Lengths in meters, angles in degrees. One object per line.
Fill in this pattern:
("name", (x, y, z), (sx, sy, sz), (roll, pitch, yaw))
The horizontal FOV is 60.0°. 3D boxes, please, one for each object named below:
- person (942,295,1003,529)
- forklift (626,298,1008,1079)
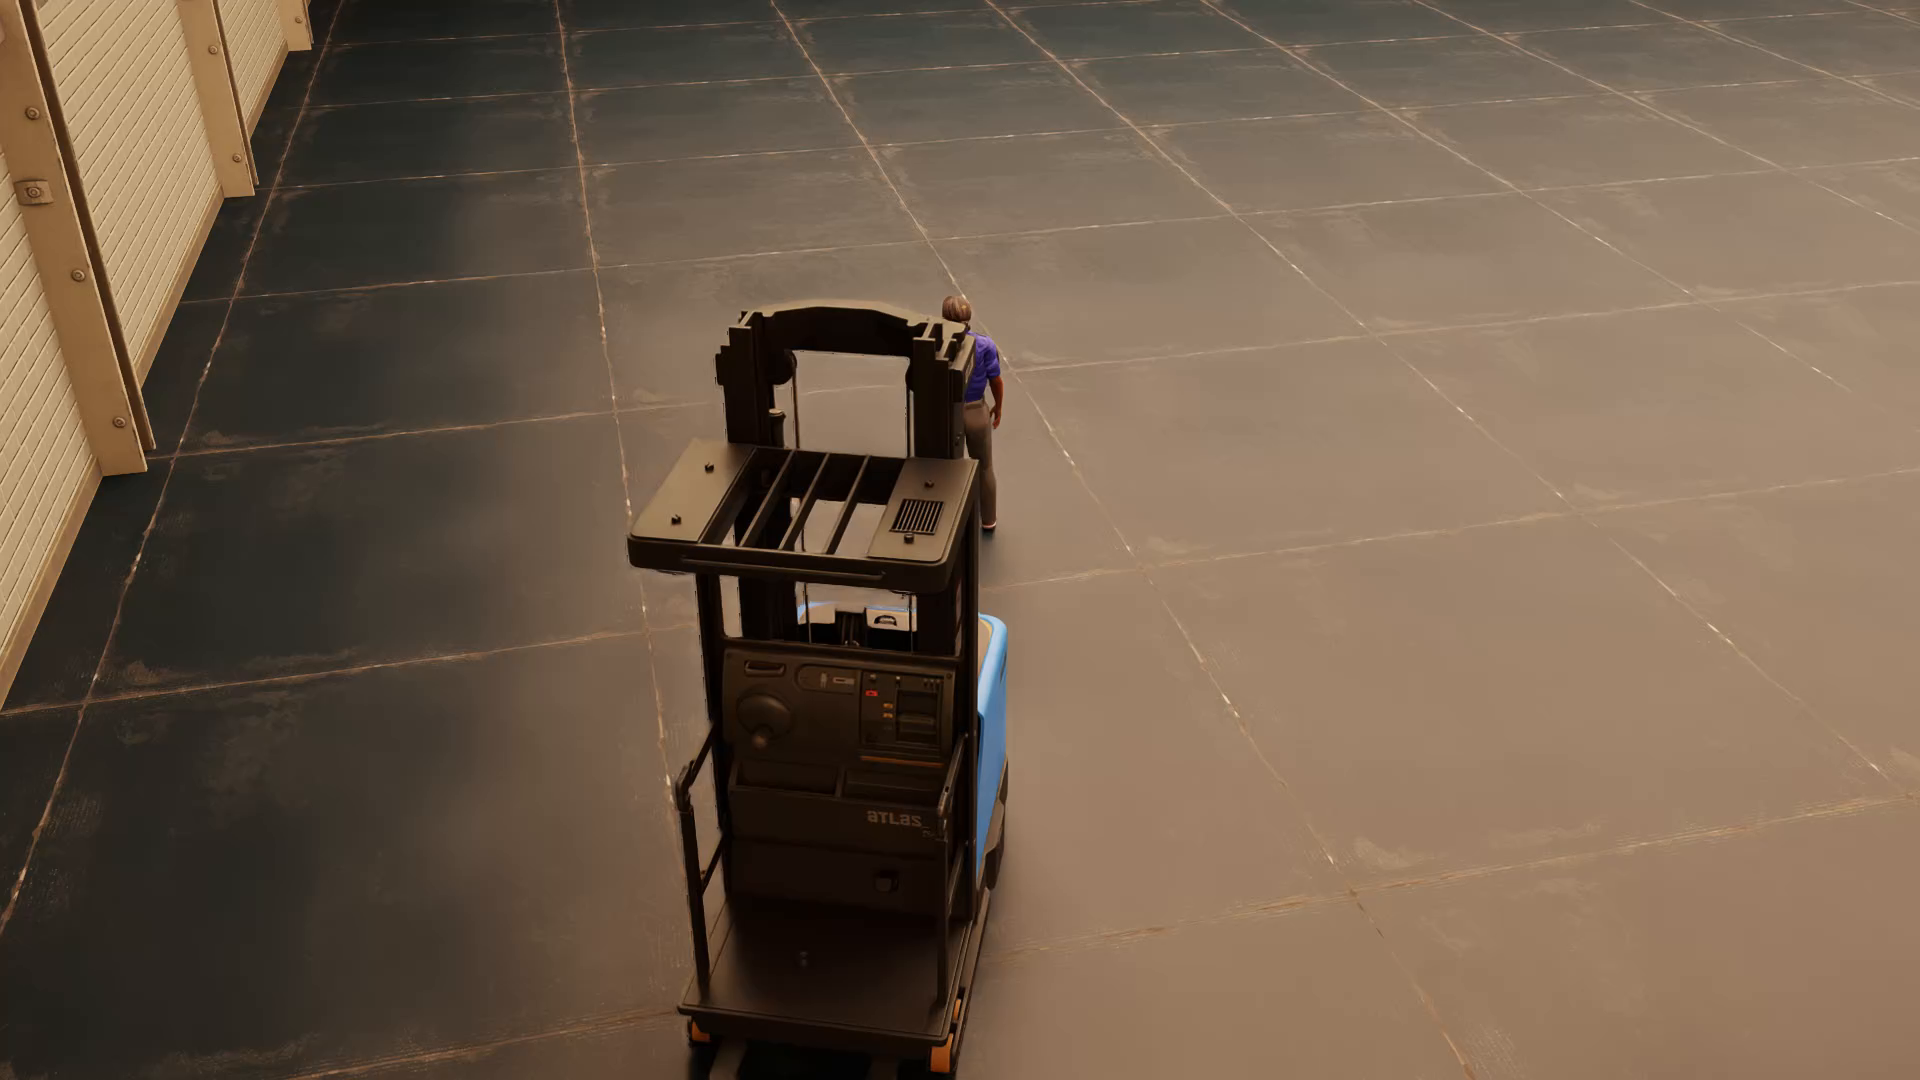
("person", (-0.001, -0.768, 10.160), (0.569, 1.656, 0.503), (-7, 31, -12))
("forklift", (-0.513, 0.702, 6.362), (1.130, 2.935, 3.031), (5, 30, 8))
